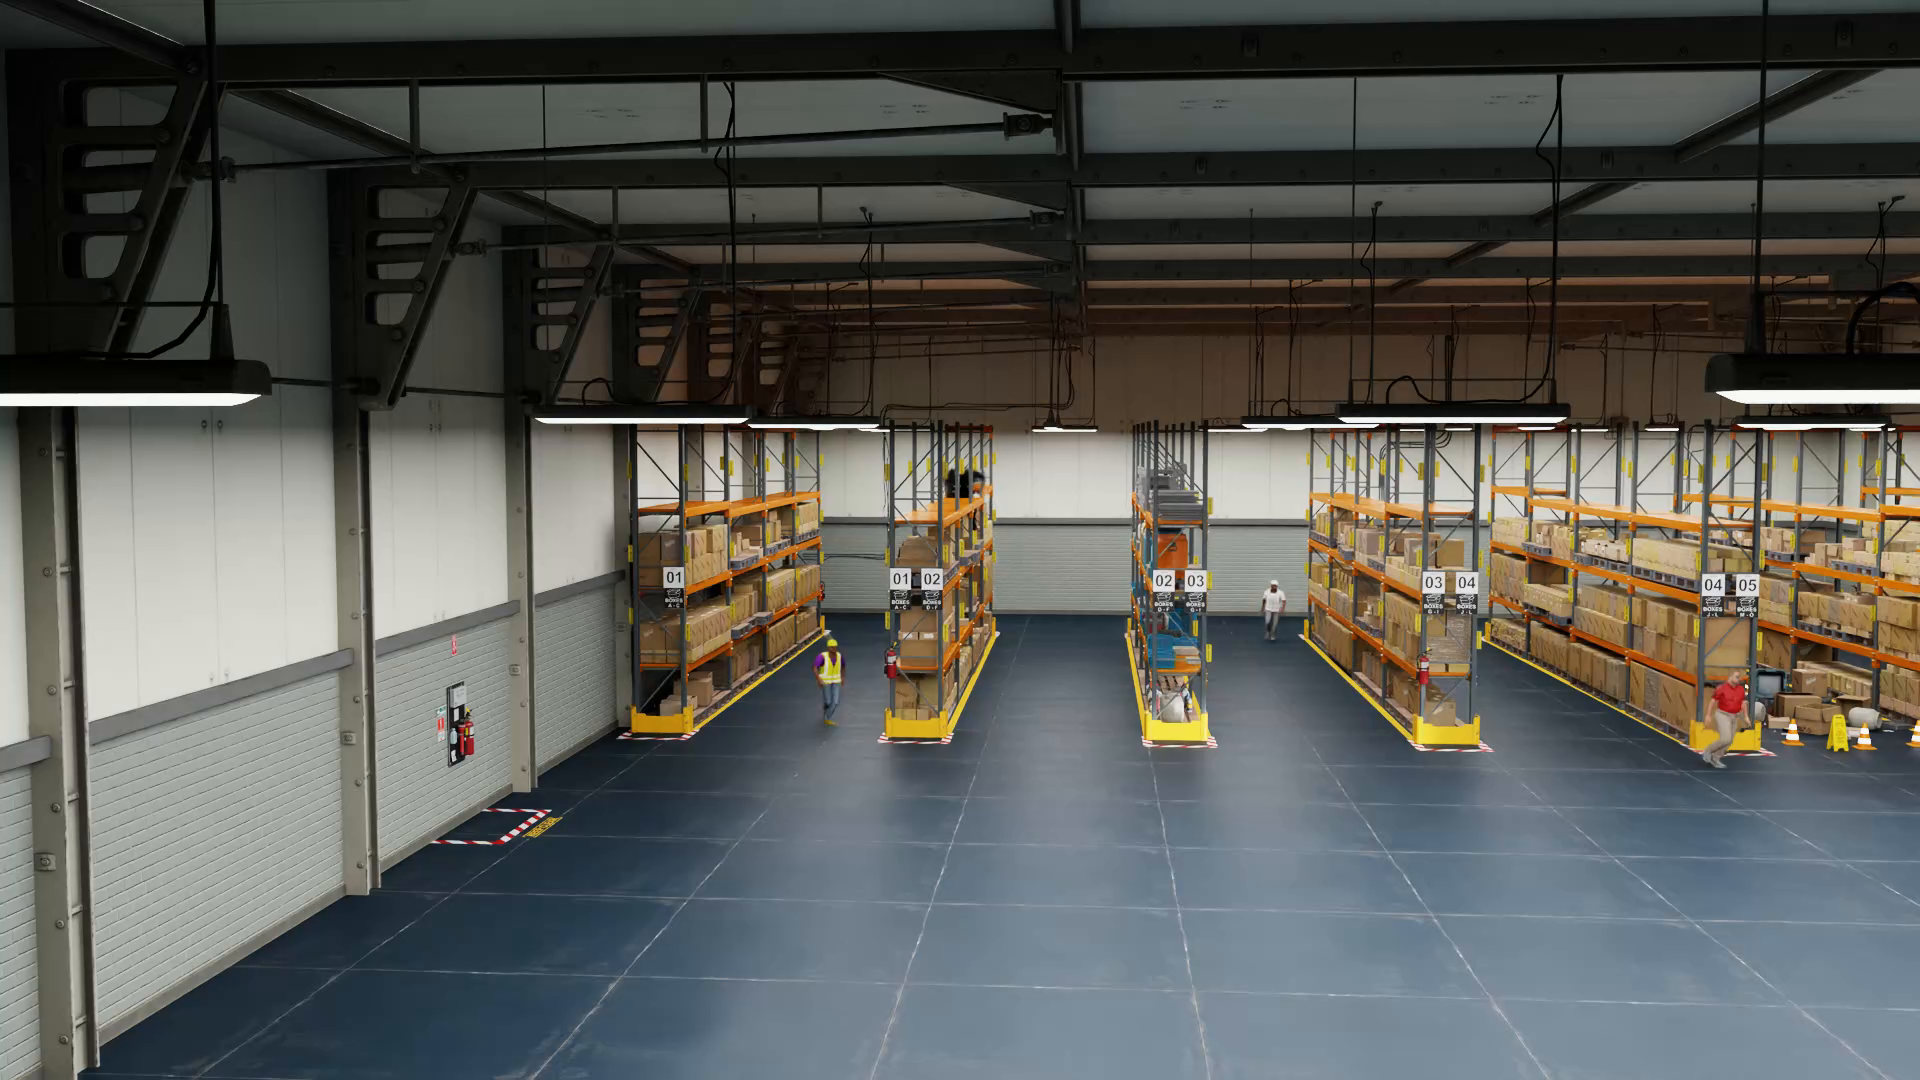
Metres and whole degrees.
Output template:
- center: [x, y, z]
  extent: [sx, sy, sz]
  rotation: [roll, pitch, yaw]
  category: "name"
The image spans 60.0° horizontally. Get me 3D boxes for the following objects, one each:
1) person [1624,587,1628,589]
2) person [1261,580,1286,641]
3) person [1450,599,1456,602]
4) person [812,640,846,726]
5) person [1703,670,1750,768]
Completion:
- center: [17.539, 2.050, 43.611]
  extent: [0.655, 1.765, 1.000]
  rotation: [-1, 4, -15]
  category: "person"
- center: [8.661, 1.947, 45.941]
  extent: [0.697, 1.712, 0.785]
  rotation: [1, 4, 13]
  category: "person"
- center: [13.861, 1.873, 47.025]
  extent: [0.642, 1.744, 0.607]
  rotation: [1, 4, 14]
  category: "person"
- center: [-2.580, 2.798, 32.846]
  extent: [0.701, 1.701, 0.591]
  rotation: [-1, 4, -21]
  category: "person"
- center: [13.160, 3.072, 28.566]
  extent: [0.665, 1.708, 0.590]
  rotation: [-2, 4, -23]
  category: "person"
